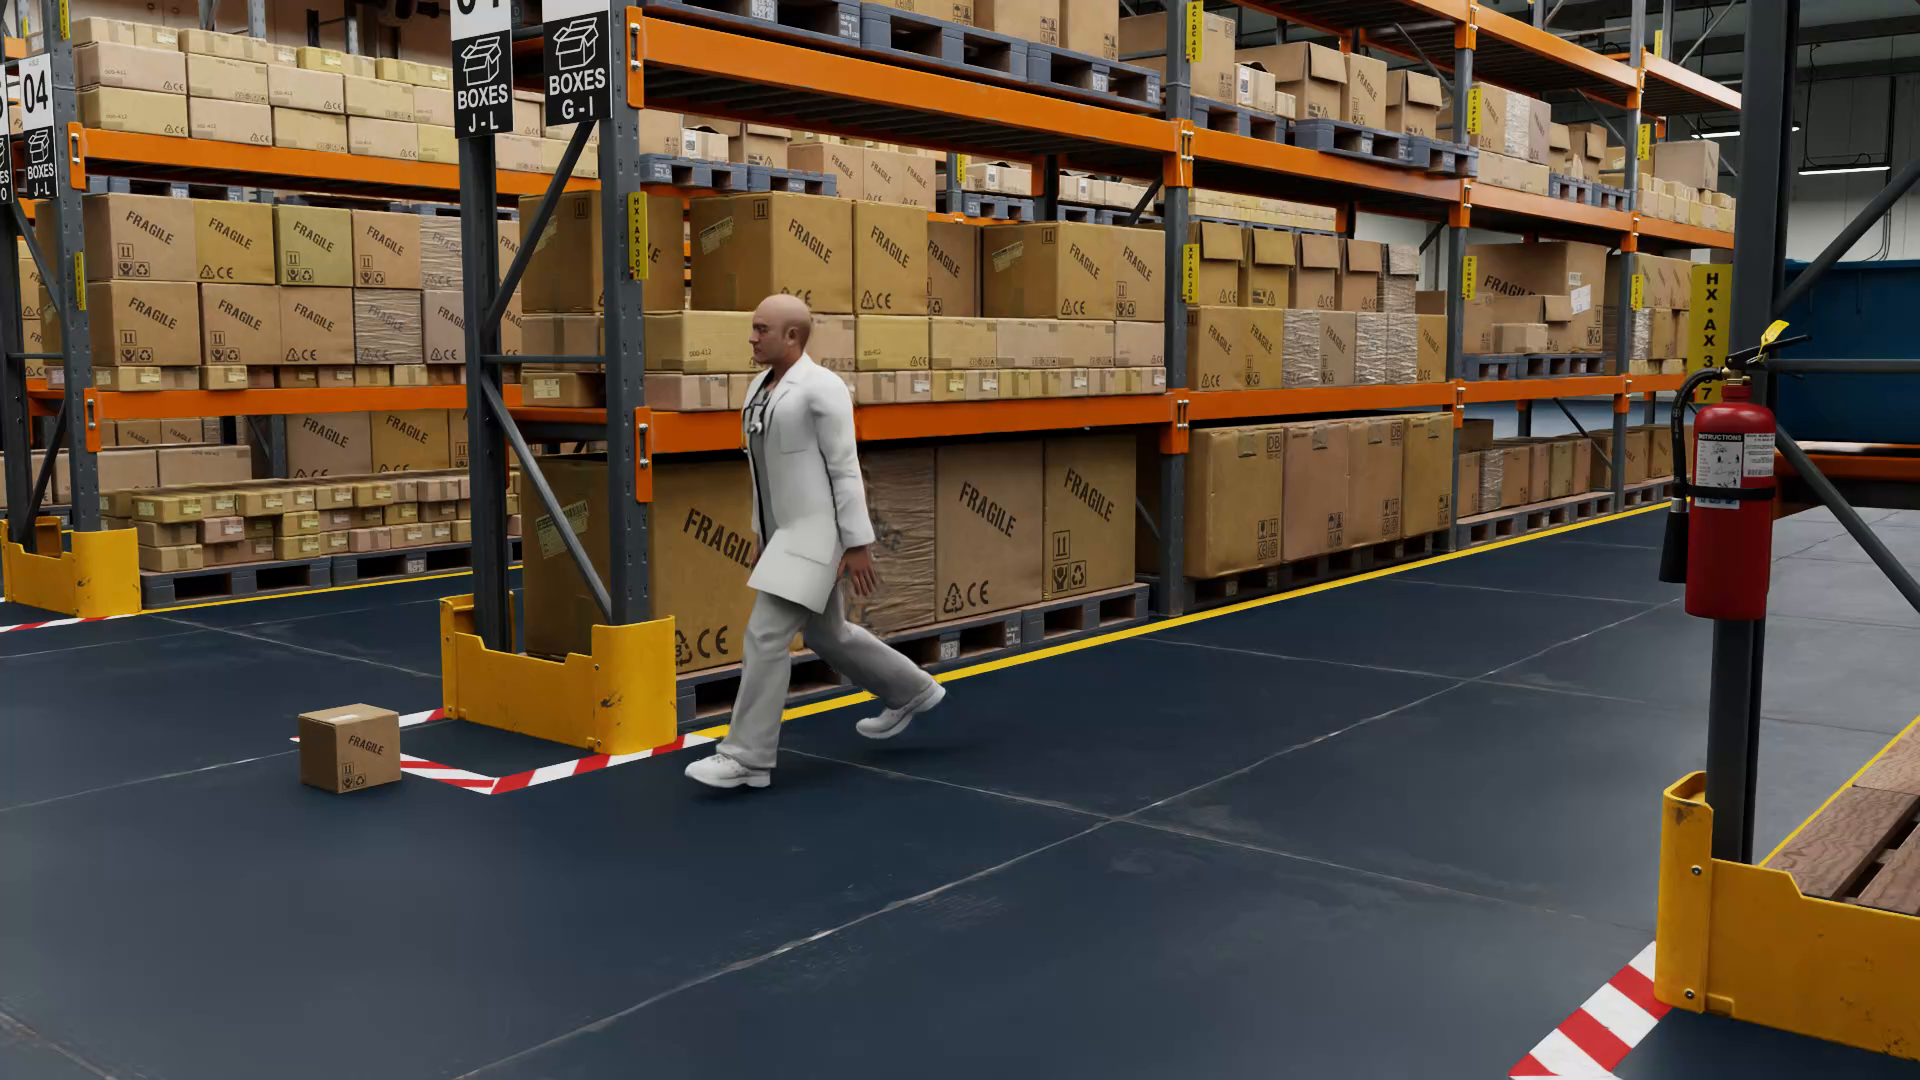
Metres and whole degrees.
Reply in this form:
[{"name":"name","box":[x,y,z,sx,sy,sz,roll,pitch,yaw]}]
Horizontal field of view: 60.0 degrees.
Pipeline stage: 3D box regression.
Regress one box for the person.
[{"name":"person","box":[-0.526,-0.009,6.010,1.131,1.733,0.630,-4,8,-32]}]
